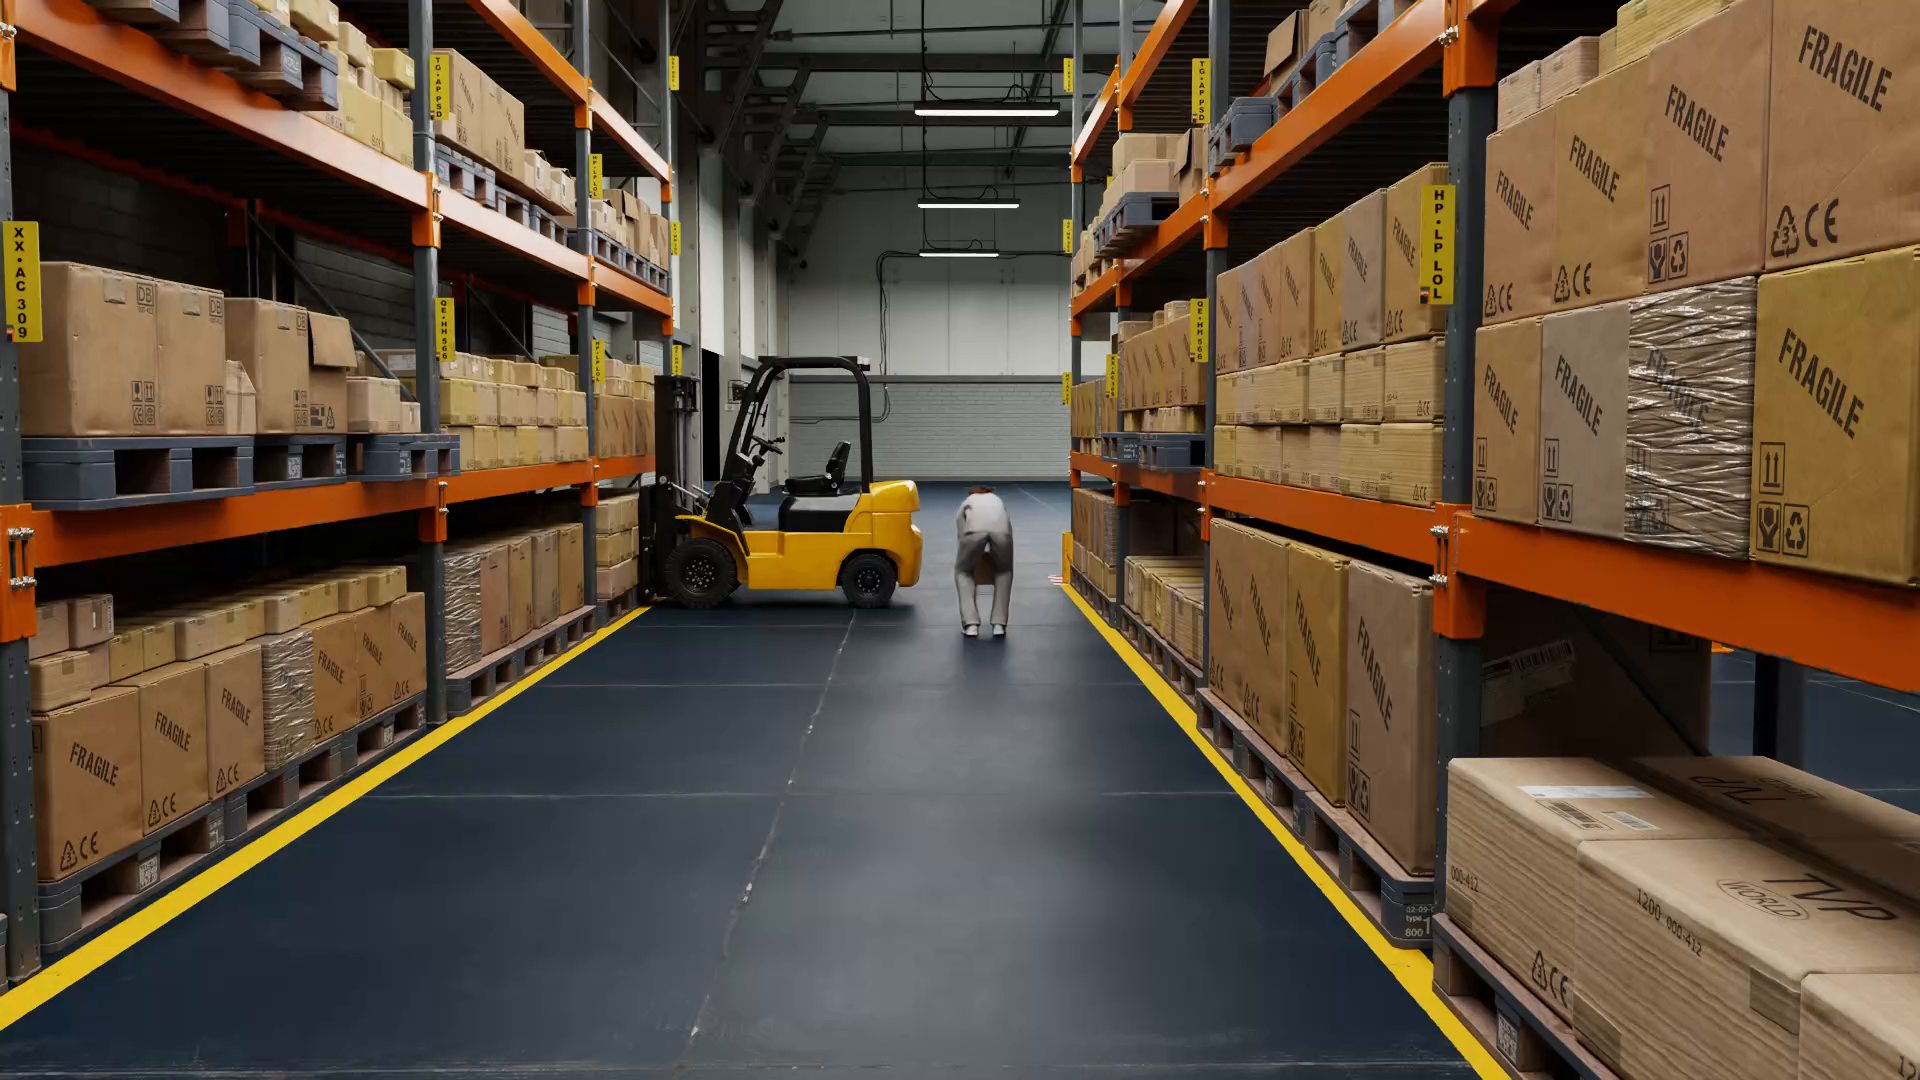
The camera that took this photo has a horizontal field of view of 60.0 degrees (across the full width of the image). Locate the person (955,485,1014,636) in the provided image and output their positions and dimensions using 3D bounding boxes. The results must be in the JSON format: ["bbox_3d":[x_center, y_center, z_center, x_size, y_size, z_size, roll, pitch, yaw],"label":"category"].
[{"bbox_3d":[0.178,0.142,12.562,0.448,1.113,0.857,0,4,-4],"label":"person"}]
